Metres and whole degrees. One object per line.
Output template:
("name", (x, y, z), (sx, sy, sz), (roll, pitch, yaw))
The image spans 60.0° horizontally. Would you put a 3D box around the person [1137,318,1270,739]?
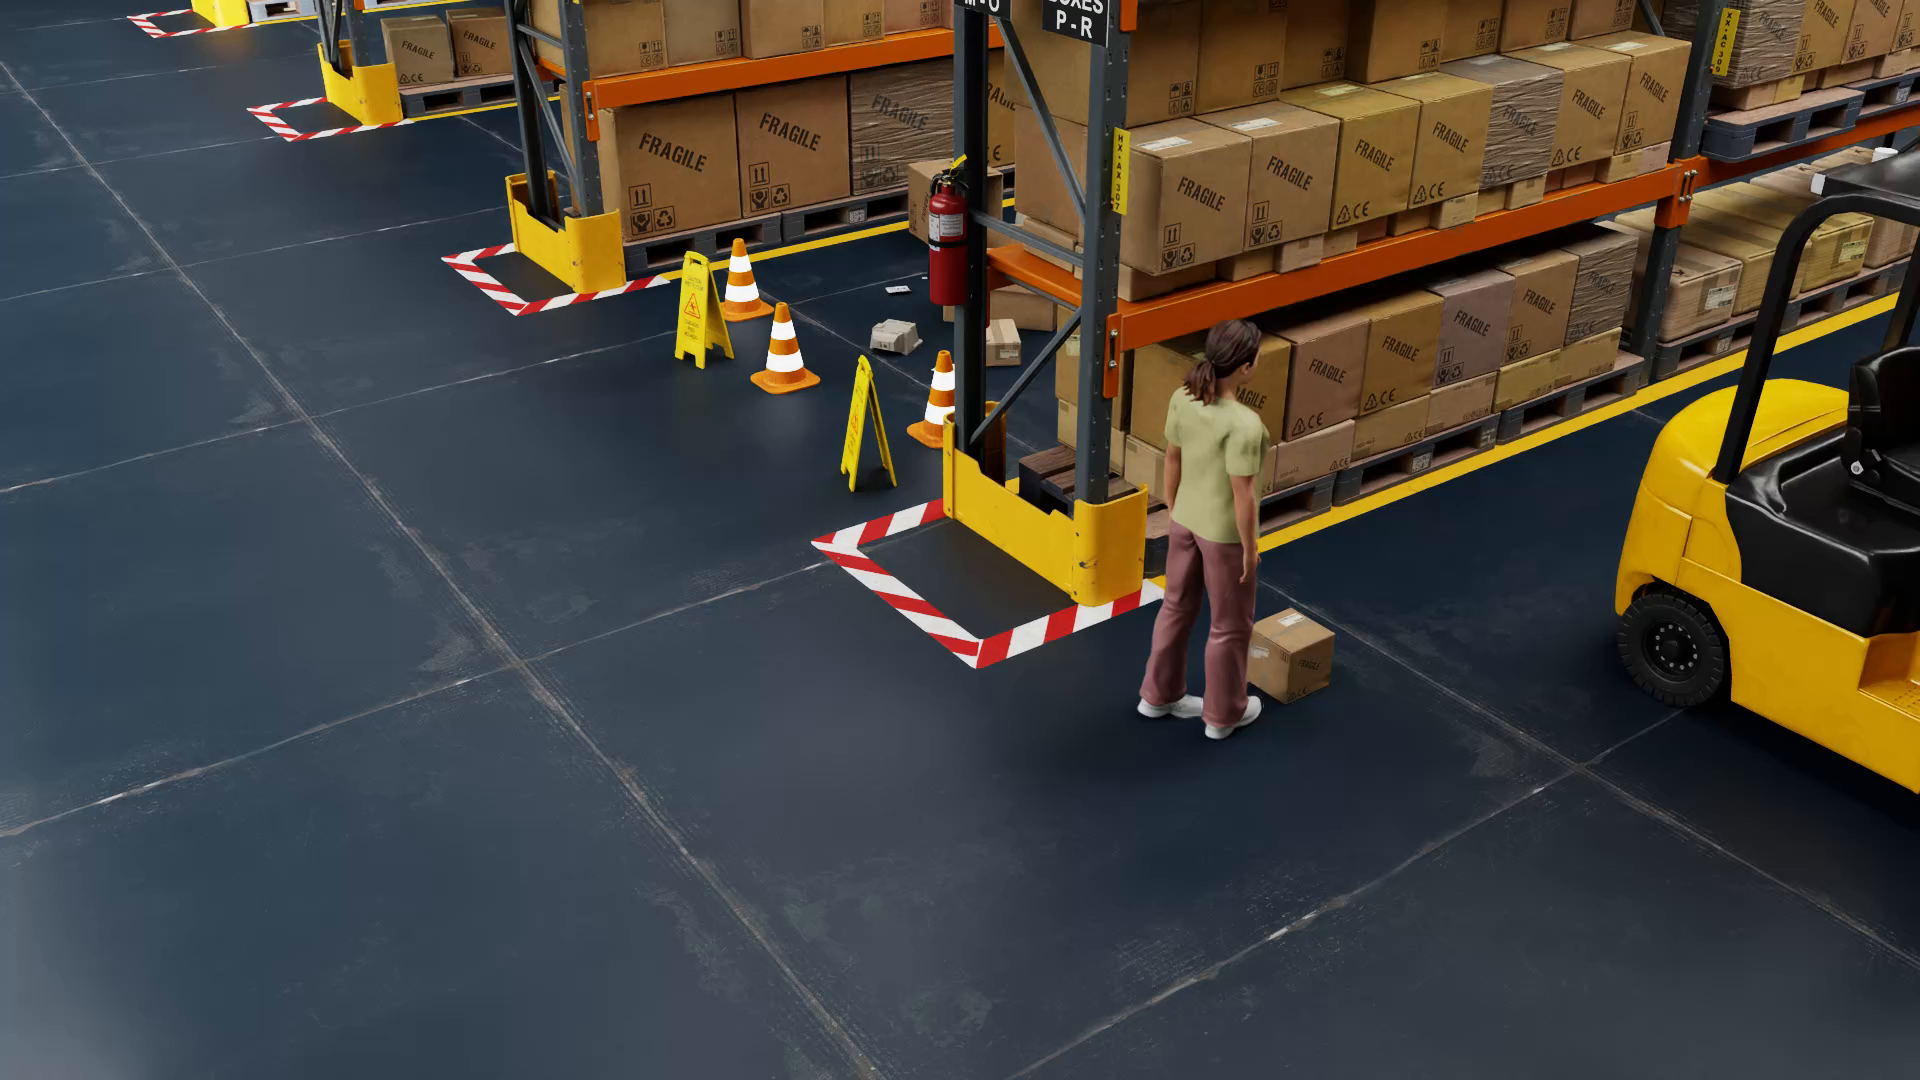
("person", (0.965, -0.022, 6.186), (0.430, 1.681, 0.447), (-19, 34, -31))
